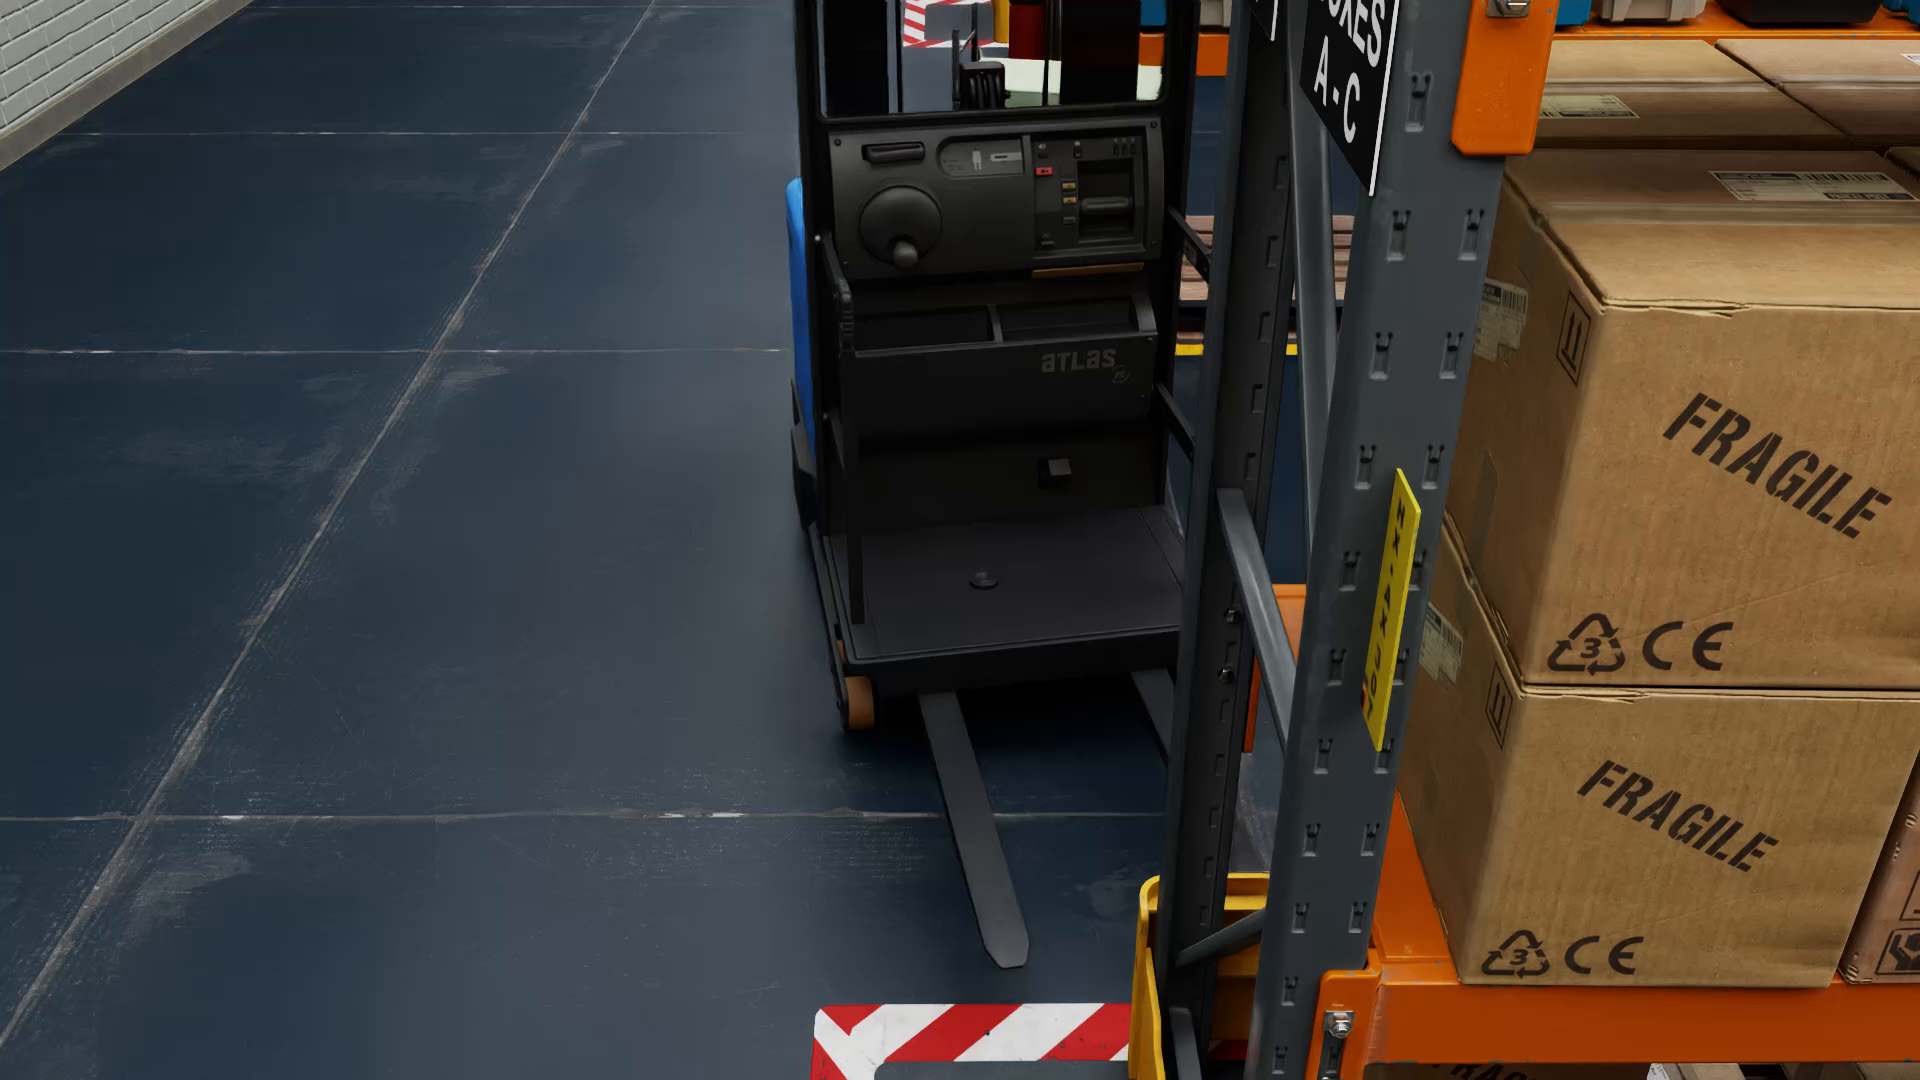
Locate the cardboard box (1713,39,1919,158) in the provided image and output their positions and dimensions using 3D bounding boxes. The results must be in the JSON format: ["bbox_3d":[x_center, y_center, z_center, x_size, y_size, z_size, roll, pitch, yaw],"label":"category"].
[{"bbox_3d":[1.431,-0.445,2.532,0.500,0.500,0.500,1,31,1],"label":"cardboard box"}]

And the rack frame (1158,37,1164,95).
[{"bbox_3d":[0.736,-1.168,6.228,0.023,1.500,0.400,6,32,10],"label":"rack frame"}]

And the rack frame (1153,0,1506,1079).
[{"bbox_3d":[0.482,0.171,2.576,0.127,3.000,1.000,0,31,0],"label":"rack frame"}]

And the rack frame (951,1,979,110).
[{"bbox_3d":[0.019,-1.242,6.352,0.023,1.500,0.400,6,32,10],"label":"rack frame"}]

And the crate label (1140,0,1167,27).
[{"bbox_3d":[0.705,-2.182,6.559,0.303,0.233,0.416,0,31,0],"label":"crate label"}]

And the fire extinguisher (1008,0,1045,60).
[{"bbox_3d":[0.303,-2.441,7.316,0.183,0.674,0.296,0,31,0],"label":"fire extinguisher"}]

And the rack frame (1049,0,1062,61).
[{"bbox_3d":[0.456,-2.398,6.811,0.127,3.000,1.000,0,31,0],"label":"rack frame"}]

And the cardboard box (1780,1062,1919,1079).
[{"bbox_3d":[1.975,1.042,3.368,0.500,0.250,0.500,0,31,0],"label":"cardboard box"}]

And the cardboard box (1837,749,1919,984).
[{"bbox_3d":[1.443,0.259,2.335,0.500,0.500,0.500,0,31,-1],"label":"cardboard box"}]

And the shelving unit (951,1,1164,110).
[{"bbox_3d":[0.378,-1.205,6.290,0.755,1.500,0.431,6,32,10],"label":"shelving unit"}]

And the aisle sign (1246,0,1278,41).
[{"bbox_3d":[0.412,-1.099,2.164,0.004,0.787,0.394,0,31,0],"label":"aisle sign"}]

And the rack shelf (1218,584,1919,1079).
[{"bbox_3d":[2.482,0.472,2.773,4.000,0.370,1.077,0,31,0],"label":"rack shelf"}]

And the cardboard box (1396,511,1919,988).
[{"bbox_3d":[0.928,0.264,2.327,0.500,0.500,0.500,0,31,1],"label":"cardboard box"}]

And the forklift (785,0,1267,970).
[{"bbox_3d":[0.148,-0.903,4.413,1.130,2.935,3.031,-5,32,-9],"label":"forklift"}]

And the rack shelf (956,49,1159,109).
[{"bbox_3d":[0.378,-1.539,6.088,0.720,0.370,0.431,6,32,10],"label":"rack shelf"}]

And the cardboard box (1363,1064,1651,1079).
[{"bbox_3d":[1.025,0.922,3.324,0.500,0.500,0.500,0,31,0],"label":"cardboard box"}]

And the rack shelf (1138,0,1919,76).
[{"bbox_3d":[2.456,-2.097,7.008,4.000,0.370,1.077,0,31,0],"label":"rack shelf"}]

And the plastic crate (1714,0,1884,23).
[{"bbox_3d":[3.338,-2.176,6.652,0.590,0.125,0.437,0,31,0],"label":"plastic crate"}]

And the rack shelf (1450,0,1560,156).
[{"bbox_3d":[2.482,-0.810,1.995,4.000,0.370,1.077,0,31,0],"label":"rack shelf"}]

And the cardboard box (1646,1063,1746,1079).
[{"bbox_3d":[1.430,1.110,3.336,0.250,0.166,0.380,0,31,0],"label":"cardboard box"}]

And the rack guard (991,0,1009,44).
[{"bbox_3d":[0.402,-3.899,11.694,0.348,0.500,1.175,0,31,0],"label":"rack guard"}]

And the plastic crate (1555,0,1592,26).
[{"bbox_3d":[2.322,-2.188,6.567,0.300,0.233,0.416,0,31,0],"label":"plastic crate"}]

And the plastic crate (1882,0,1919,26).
[{"bbox_3d":[3.991,-2.251,6.527,0.575,0.384,0.392,0,31,0],"label":"plastic crate"}]

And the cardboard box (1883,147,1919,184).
[{"bbox_3d":[1.450,-0.169,2.077,0.500,0.500,0.500,0,31,0],"label":"cardboard box"}]

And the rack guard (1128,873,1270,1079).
[{"bbox_3d":[0.558,1.239,3.225,0.348,0.500,1.175,0,31,0],"label":"rack guard"}]

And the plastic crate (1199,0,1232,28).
[{"bbox_3d":[1.026,-2.099,6.515,0.298,0.136,0.250,0,31,0],"label":"plastic crate"}]

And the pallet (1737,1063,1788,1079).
[{"bbox_3d":[1.356,1.360,3.305,1.213,0.211,1.003,0,31,0],"label":"pallet"}]

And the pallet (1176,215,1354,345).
[{"bbox_3d":[1.281,-1.189,7.506,1.213,0.211,1.003,0,31,0],"label":"pallet"}]

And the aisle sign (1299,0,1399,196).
[{"bbox_3d":[0.416,-0.788,1.651,0.004,0.787,0.394,0,31,0],"label":"aisle sign"}]

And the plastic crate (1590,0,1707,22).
[{"bbox_3d":[2.717,-2.162,6.619,0.466,0.136,0.293,0,31,0],"label":"plastic crate"}]

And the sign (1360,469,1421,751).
[{"bbox_3d":[0.486,0.082,1.888,0.005,0.325,0.100,0,31,0],"label":"sign"}]

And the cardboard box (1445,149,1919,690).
[{"bbox_3d":[0.928,-0.164,2.068,0.500,0.500,0.500,1,31,1],"label":"cardboard box"}]

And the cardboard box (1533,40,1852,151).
[{"bbox_3d":[0.926,-0.443,2.529,0.500,0.500,0.500,0,31,-1],"label":"cardboard box"}]
